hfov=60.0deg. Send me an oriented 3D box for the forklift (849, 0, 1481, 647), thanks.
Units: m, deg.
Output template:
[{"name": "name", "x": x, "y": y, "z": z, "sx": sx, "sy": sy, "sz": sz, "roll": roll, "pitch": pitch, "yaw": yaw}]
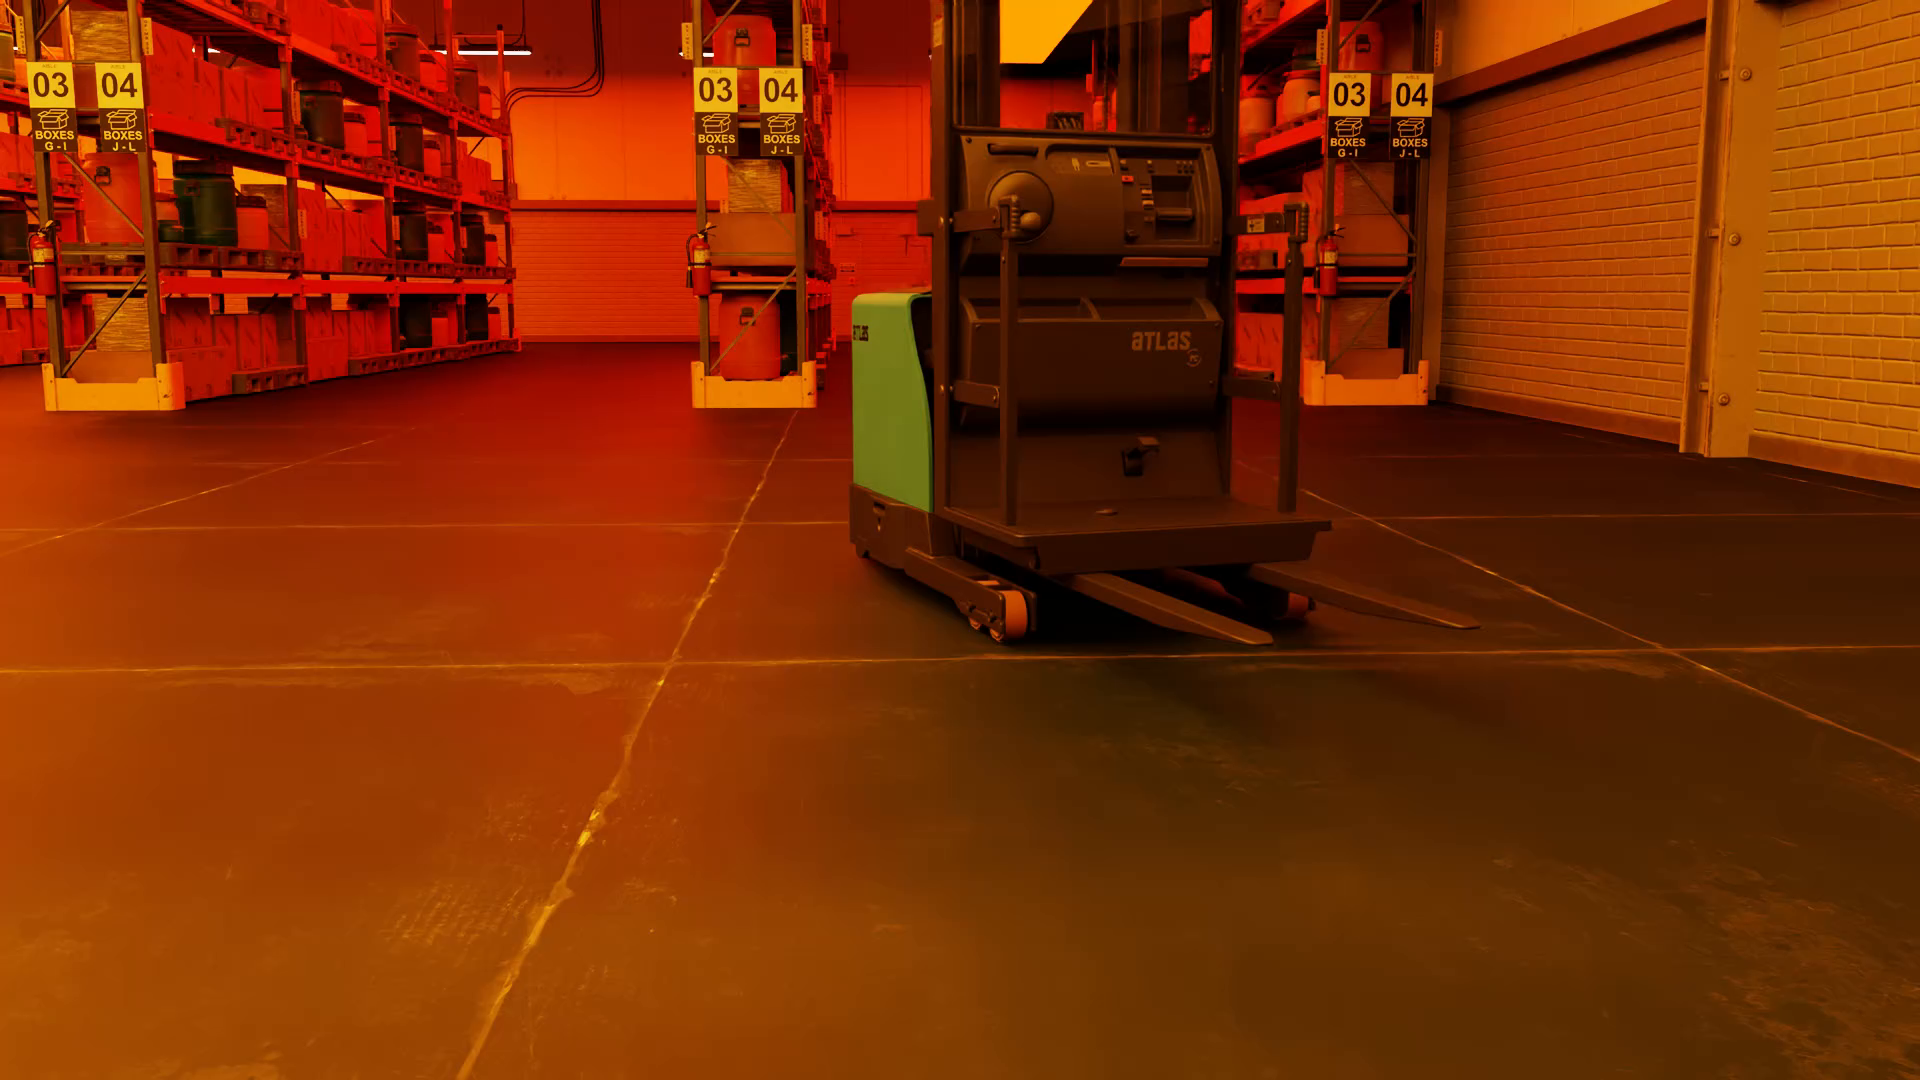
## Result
[{"name": "forklift", "x": 0.525, "y": -1.200, "z": 5.412, "sx": 1.130, "sy": 2.935, "sz": 3.031, "roll": -3, "pitch": 9, "yaw": -19}]
